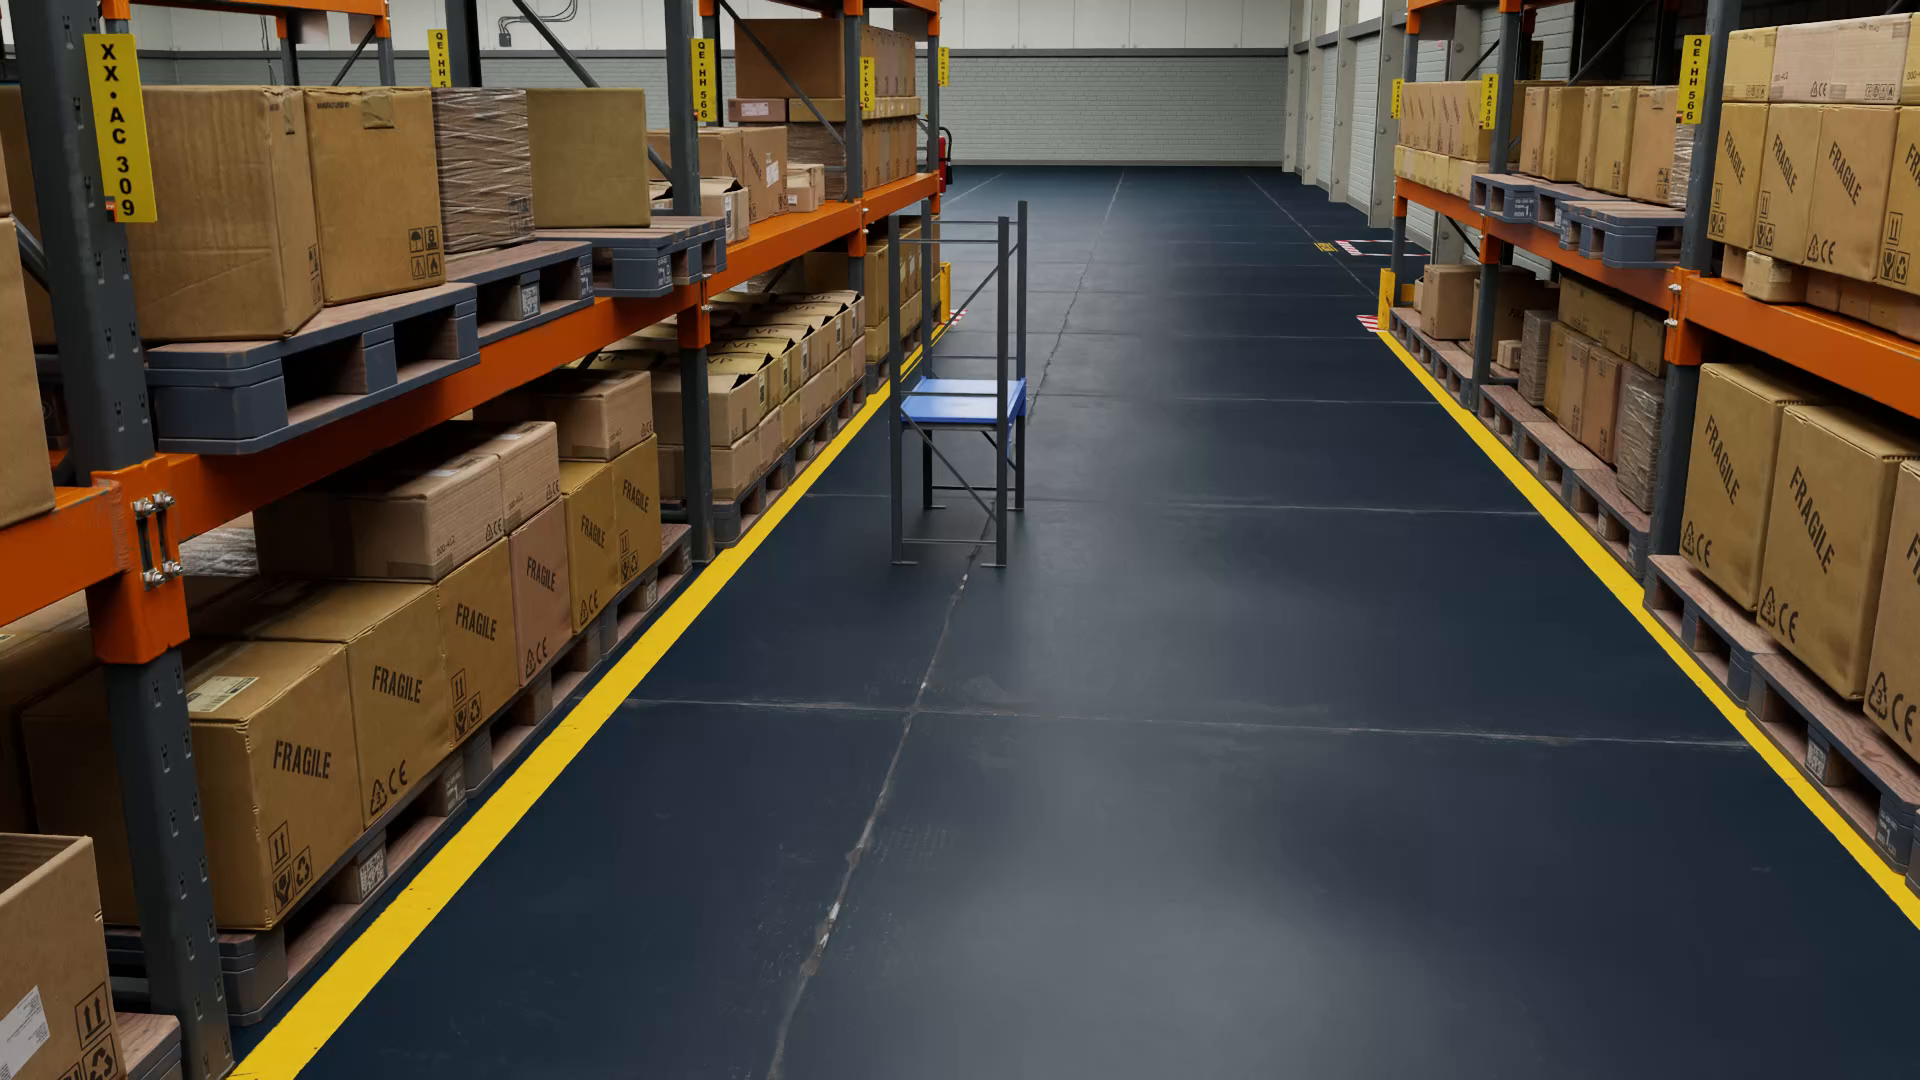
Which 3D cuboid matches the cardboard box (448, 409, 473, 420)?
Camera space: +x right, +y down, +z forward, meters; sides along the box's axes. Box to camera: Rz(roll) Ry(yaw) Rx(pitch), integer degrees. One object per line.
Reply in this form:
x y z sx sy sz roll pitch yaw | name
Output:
-1.922 -0.261 6.827 0.500 0.500 0.500 2 15 9 | cardboard box

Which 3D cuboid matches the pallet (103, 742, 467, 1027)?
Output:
-1.984 0.807 4.275 1.003 0.211 1.213 2 15 6 | pallet

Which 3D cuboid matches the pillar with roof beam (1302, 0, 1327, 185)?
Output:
3.450 -12.335 36.041 9.100 9.000 0.400 2 15 6 | pillar with roof beam

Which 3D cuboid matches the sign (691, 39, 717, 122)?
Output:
-1.046 -1.872 6.772 0.100 0.325 0.005 2 15 6 | sign

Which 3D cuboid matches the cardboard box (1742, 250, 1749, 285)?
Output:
3.032 -0.965 5.926 0.380 0.149 0.250 2 15 7 | cardboard box

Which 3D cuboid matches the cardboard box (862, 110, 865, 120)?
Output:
-0.857 -2.960 11.427 0.380 0.149 0.250 1 15 5 | cardboard box

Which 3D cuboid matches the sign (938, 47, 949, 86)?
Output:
-0.146 -4.093 14.382 0.100 0.325 0.005 2 15 6 | sign

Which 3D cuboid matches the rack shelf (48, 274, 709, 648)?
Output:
-1.812 -0.499 5.139 1.077 0.370 4.000 2 15 6 | rack shelf

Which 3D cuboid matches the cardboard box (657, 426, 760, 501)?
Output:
-1.236 -0.367 7.738 0.500 0.250 0.500 2 15 6 | cardboard box

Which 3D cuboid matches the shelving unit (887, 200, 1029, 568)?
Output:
0.010 -0.746 7.548 0.538 1.500 1.048 2 15 6 | shelving unit

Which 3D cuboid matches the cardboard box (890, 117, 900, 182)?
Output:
-0.865 -3.102 13.197 0.700 0.500 0.500 2 15 7 | cardboard box

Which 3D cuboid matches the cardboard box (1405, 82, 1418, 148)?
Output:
3.820 -3.351 13.121 0.500 0.500 0.500 2 15 6 | cardboard box

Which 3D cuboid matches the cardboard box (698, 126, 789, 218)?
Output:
-1.297 -2.115 9.547 0.500 0.500 0.500 3 15 10 | cardboard box

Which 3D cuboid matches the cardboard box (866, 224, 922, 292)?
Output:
-0.547 -2.270 13.335 0.500 0.500 0.500 2 15 6 | cardboard box

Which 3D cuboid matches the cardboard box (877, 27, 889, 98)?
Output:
-0.922 -3.583 12.488 0.700 0.500 0.500 2 15 6 | cardboard box

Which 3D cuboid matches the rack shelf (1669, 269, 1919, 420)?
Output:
3.110 -0.354 4.603 1.077 0.370 4.000 2 15 6 | rack shelf

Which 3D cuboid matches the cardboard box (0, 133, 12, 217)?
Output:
-1.838 -0.720 2.470 0.500 0.500 0.500 2 15 7 | cardboard box

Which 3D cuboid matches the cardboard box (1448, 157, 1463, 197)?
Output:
3.604 -2.455 11.245 0.500 0.250 0.500 2 15 7 | cardboard box

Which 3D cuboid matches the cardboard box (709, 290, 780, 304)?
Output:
-1.429 -1.449 10.661 0.500 0.311 0.500 2 15 6 | cardboard box

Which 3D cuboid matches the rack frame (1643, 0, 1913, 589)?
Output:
3.336 -1.220 6.427 1.000 3.000 0.127 2 15 6 | rack frame

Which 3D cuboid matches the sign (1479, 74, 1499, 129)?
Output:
3.247 -2.689 10.203 0.100 0.325 0.005 2 15 6 | sign

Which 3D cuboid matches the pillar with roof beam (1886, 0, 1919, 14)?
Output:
0.065 -4.554 7.266 9.100 9.000 0.400 2 15 6 | pillar with roof beam

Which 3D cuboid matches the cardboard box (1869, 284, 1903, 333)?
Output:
2.951 -0.695 4.930 0.380 0.149 0.250 2 15 7 | cardboard box

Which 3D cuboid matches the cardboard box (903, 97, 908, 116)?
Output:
-0.625 -3.497 13.414 0.380 0.149 0.250 2 15 7 | cardboard box

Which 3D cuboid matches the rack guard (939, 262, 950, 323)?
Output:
-0.681 -2.239 14.986 1.175 0.500 0.348 2 15 6 | rack guard

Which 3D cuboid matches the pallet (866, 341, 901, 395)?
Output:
-1.004 -1.261 11.922 1.003 0.211 1.213 2 15 6 | pallet

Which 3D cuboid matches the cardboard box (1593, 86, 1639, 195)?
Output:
3.498 -1.927 8.006 0.700 0.500 0.500 2 15 6 | cardboard box

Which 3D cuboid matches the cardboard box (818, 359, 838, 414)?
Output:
-1.010 -0.898 9.699 0.500 0.250 0.500 2 15 8 | cardboard box

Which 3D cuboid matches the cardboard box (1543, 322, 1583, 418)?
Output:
3.712 -0.936 9.324 0.700 0.500 0.500 1 15 5 | cardboard box

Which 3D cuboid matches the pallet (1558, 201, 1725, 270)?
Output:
3.311 -1.315 7.147 1.213 0.211 1.003 2 15 6 | pallet

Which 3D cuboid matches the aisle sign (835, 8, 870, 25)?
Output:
-0.981 -4.721 14.394 0.394 0.787 0.004 2 15 6 | aisle sign

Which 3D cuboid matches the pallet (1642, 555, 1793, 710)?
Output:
3.172 0.328 6.043 1.003 0.211 1.213 2 15 6 | pallet

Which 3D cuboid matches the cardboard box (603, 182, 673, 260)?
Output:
-1.502 -1.415 7.319 0.500 0.311 0.500 3 15 10 | cardboard box

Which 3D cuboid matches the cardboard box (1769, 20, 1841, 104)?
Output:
2.969 -1.534 5.352 0.500 0.250 0.500 1 15 5 | cardboard box

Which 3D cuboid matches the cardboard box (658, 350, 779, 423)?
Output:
-1.185 -0.775 8.169 0.500 0.311 0.500 1 15 5 | cardboard box

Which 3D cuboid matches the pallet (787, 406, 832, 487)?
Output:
-1.315 -0.547 9.279 1.003 0.211 1.213 2 15 6 | pallet

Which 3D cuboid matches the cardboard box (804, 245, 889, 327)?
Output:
-0.772 -1.751 11.417 0.500 0.500 0.500 2 15 6 | cardboard box

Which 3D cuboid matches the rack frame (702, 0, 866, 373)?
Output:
-1.135 -2.402 10.800 1.000 3.000 0.127 2 15 6 | rack frame

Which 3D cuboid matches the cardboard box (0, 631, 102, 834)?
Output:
-2.267 0.530 3.900 0.500 0.500 0.500 2 15 6 | cardboard box

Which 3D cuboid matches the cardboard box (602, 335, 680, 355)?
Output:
-1.660 -0.920 8.706 0.500 0.311 0.500 2 15 6 | cardboard box

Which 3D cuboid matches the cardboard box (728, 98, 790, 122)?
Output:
-1.317 -2.841 10.986 0.380 0.149 0.250 2 15 6 | cardboard box

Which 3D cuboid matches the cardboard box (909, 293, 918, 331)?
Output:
-0.608 -1.778 12.954 0.500 0.250 0.500 2 15 6 | cardboard box

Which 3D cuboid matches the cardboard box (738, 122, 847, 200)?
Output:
-1.091 -2.566 11.213 0.700 0.500 0.500 1 15 5 | cardboard box

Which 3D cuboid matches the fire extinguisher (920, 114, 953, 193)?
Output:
-0.209 -3.419 14.709 0.296 0.674 0.183 2 15 6 | fire extinguisher

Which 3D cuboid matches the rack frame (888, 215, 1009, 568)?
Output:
-0.048 -0.614 7.061 0.500 1.500 0.032 2 15 6 | rack frame

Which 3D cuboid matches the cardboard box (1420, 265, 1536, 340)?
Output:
3.874 -1.787 12.470 0.700 0.500 0.500 1 15 3 | cardboard box

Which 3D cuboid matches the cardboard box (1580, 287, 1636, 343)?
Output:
3.620 -1.184 8.805 0.500 0.250 0.500 1 15 5 | cardboard box

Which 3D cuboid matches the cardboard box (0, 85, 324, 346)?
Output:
-1.762 -0.695 3.489 0.700 0.500 0.500 -3 16 -13 | cardboard box

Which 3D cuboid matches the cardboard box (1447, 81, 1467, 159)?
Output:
3.584 -2.818 11.149 0.500 0.500 0.500 2 15 6 | cardboard box

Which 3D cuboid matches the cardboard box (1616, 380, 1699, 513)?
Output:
3.365 -0.414 7.392 0.700 0.500 0.500 2 15 7 | cardboard box

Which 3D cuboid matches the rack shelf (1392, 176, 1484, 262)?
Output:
4.013 -2.429 12.276 1.077 0.370 4.000 2 15 6 | rack shelf

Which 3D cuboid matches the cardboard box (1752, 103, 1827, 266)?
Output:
2.958 -1.167 5.433 0.500 0.500 0.500 2 15 8 | cardboard box

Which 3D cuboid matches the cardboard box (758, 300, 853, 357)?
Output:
-0.948 -1.300 10.111 0.500 0.311 0.500 2 15 8 | cardboard box

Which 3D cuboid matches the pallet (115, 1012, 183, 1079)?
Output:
-2.116 1.197 2.832 1.003 0.211 1.213 2 15 6 | pallet

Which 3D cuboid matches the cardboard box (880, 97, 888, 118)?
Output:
-0.741 -3.230 12.425 0.380 0.149 0.250 2 15 6 | cardboard box

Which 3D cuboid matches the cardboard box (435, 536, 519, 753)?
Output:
-1.628 0.281 4.824 0.500 0.500 0.500 2 15 7 | cardboard box

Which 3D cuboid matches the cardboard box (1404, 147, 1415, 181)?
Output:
3.824 -2.980 13.184 0.500 0.250 0.500 1 15 5 | cardboard box
